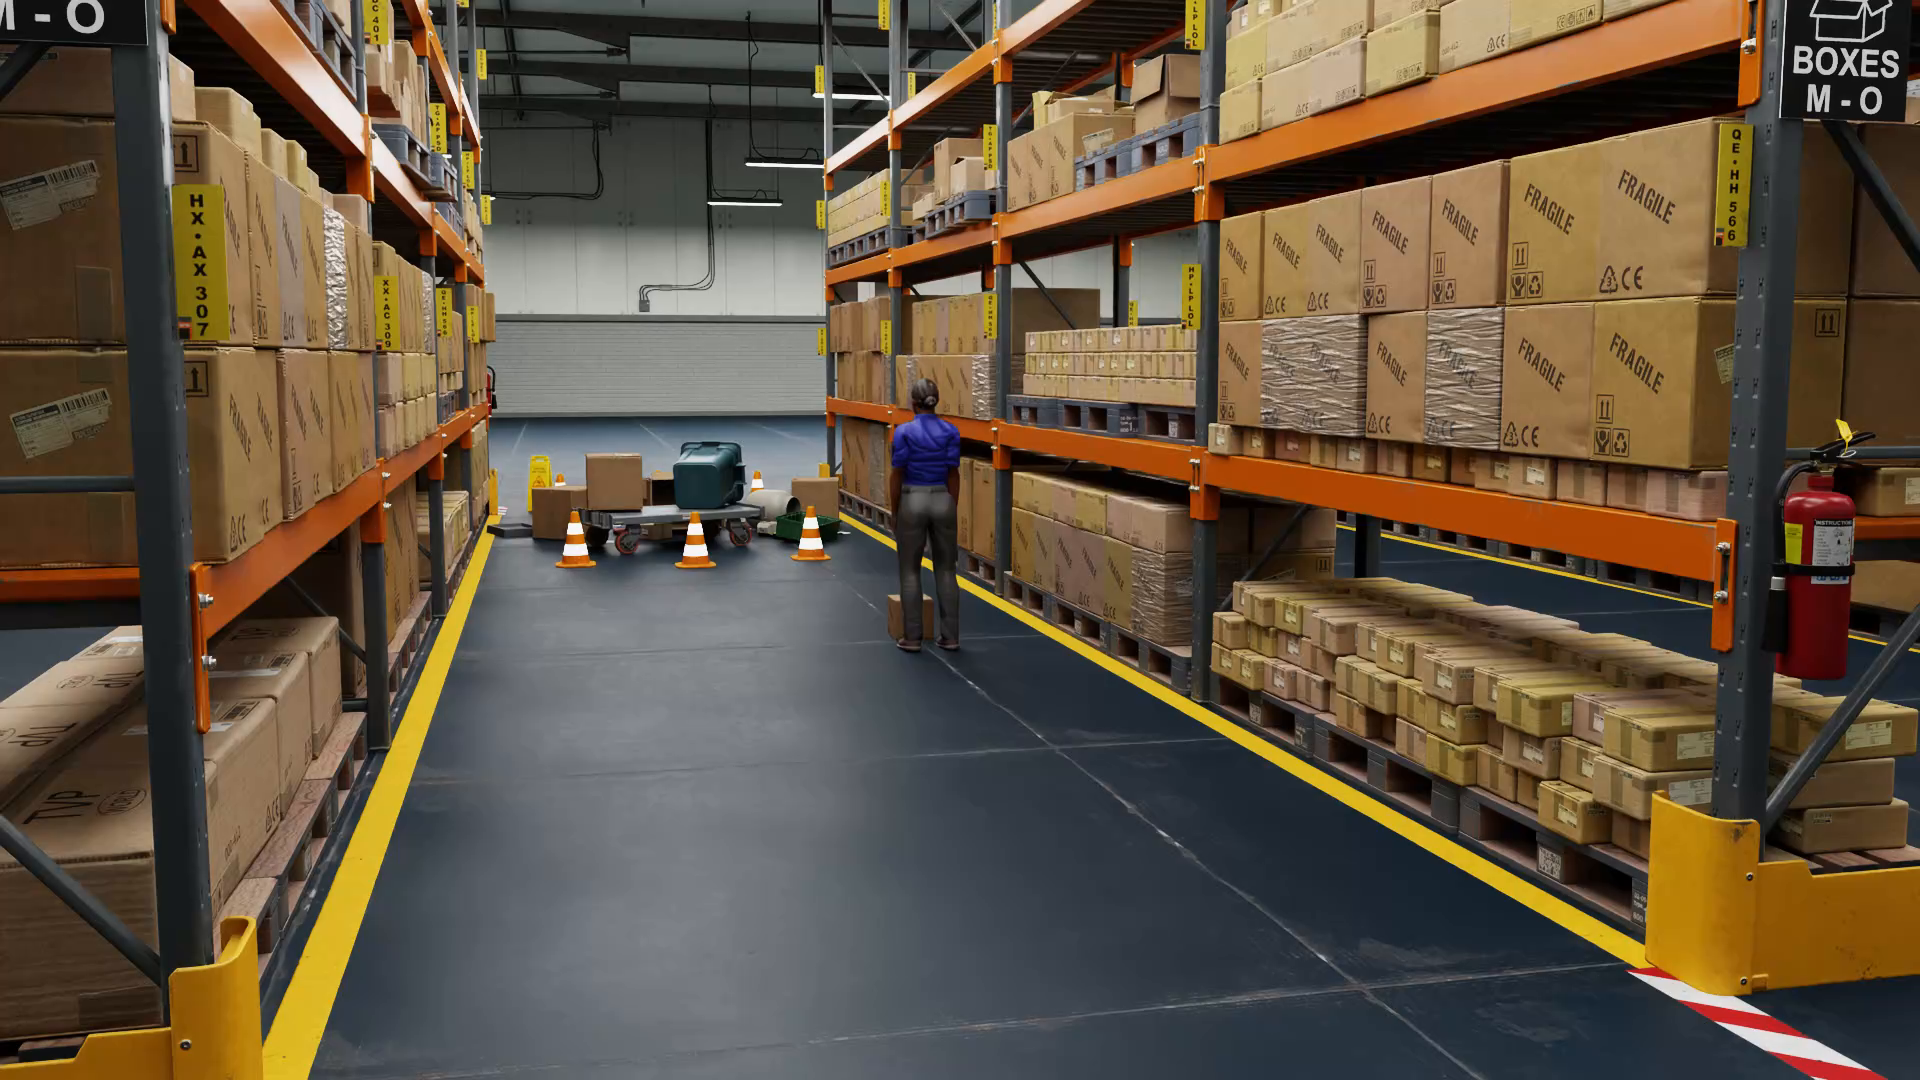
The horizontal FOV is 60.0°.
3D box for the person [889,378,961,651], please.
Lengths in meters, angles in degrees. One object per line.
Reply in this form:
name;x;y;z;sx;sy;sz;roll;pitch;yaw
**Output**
person;-0.215;-0.152;10.124;0.437;1.659;0.303;-1;6;-12
